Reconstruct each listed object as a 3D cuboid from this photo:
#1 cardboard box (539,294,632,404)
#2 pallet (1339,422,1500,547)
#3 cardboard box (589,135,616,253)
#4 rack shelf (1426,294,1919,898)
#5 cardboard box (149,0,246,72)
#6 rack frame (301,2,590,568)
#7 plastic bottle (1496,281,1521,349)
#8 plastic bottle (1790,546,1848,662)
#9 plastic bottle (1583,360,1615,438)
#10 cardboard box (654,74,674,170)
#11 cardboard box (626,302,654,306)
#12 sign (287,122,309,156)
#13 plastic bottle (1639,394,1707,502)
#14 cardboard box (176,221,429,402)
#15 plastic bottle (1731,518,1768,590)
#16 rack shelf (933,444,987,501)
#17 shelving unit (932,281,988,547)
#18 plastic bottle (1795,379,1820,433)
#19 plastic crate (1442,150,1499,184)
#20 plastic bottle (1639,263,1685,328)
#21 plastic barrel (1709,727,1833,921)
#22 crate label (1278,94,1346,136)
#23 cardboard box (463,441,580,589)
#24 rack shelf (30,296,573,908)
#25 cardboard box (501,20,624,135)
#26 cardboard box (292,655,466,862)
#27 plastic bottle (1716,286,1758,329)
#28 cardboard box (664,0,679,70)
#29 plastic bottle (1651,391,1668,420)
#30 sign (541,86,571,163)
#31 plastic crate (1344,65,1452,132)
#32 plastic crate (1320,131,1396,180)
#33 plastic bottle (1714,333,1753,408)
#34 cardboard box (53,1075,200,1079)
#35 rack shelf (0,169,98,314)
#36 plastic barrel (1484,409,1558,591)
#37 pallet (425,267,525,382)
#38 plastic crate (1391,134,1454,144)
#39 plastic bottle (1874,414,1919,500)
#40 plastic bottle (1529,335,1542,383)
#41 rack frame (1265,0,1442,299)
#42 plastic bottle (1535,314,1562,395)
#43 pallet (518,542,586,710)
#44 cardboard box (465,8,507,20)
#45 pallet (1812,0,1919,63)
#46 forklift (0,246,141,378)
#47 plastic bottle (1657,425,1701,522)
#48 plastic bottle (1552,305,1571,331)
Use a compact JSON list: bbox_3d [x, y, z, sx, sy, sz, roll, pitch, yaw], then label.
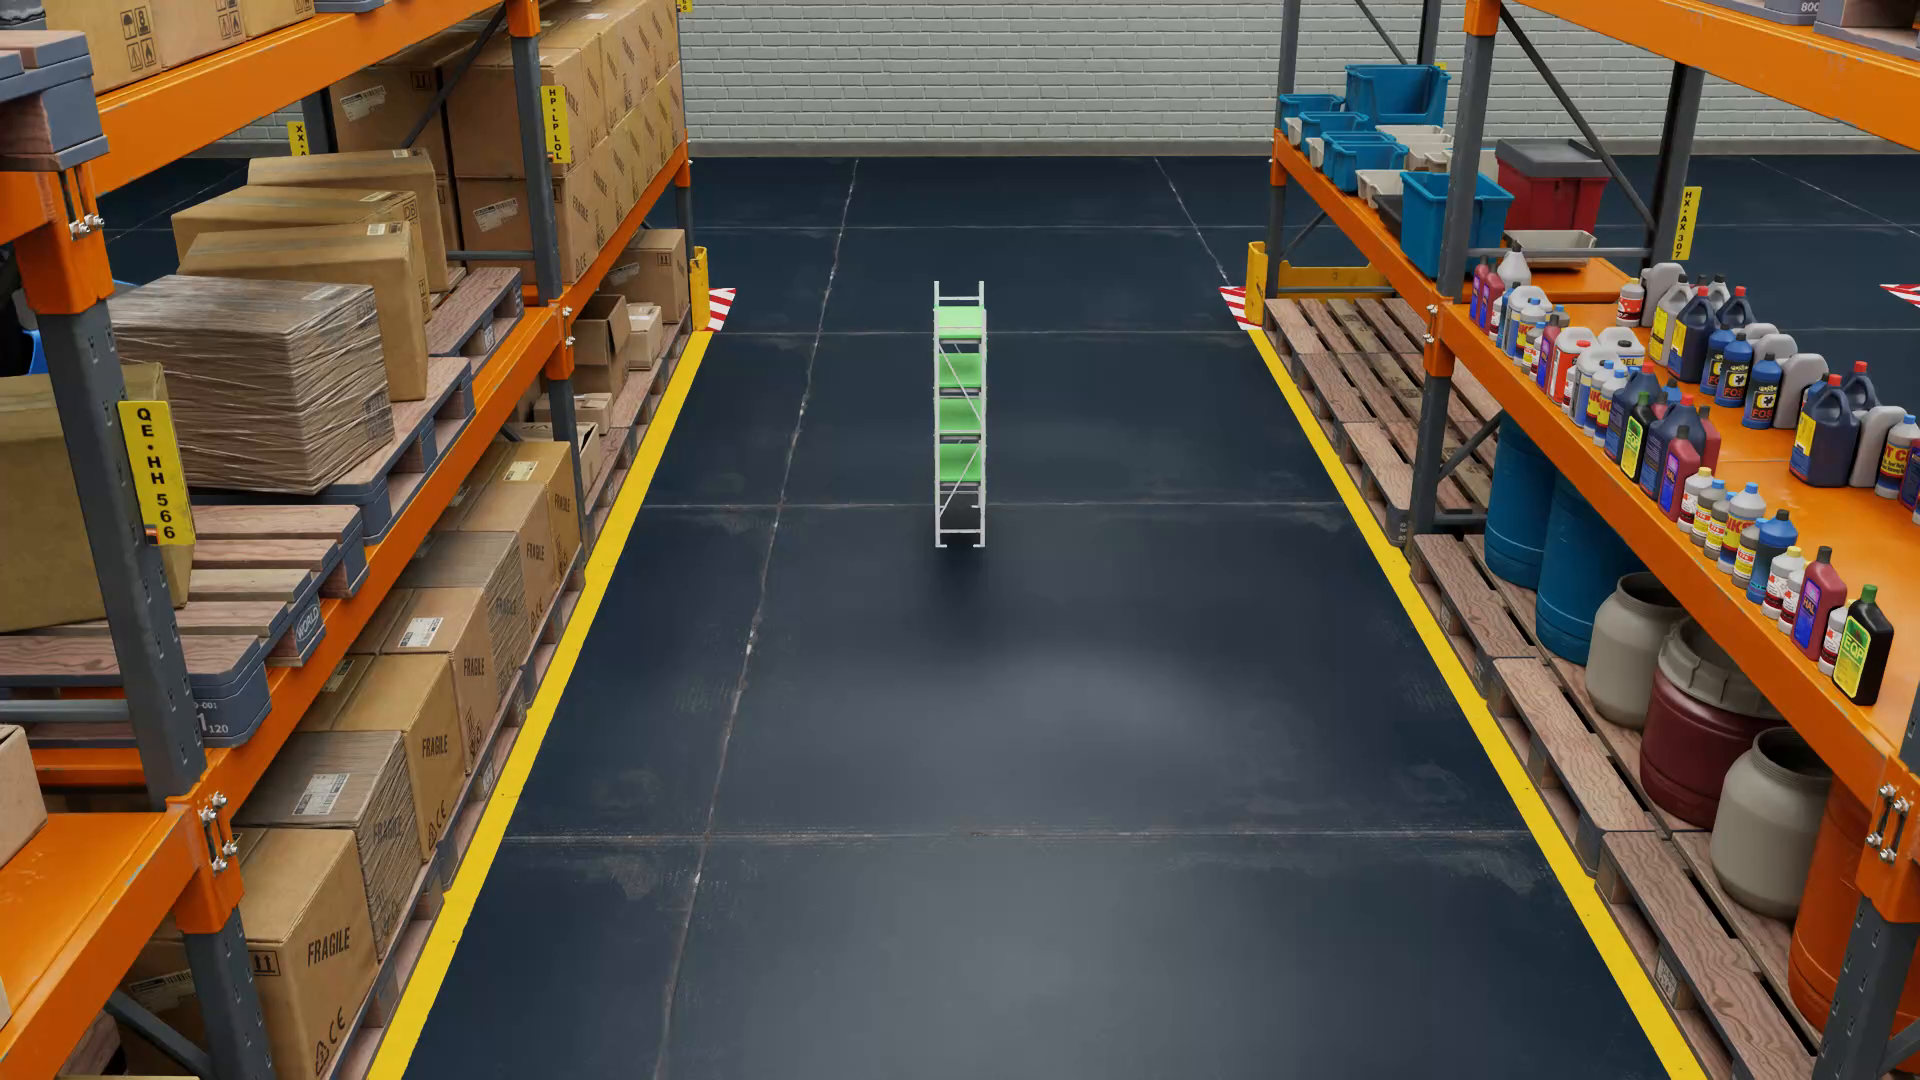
[{"bbox_3d":[-2.318,-1.092,9.520,0.797,0.503,0.637,0,24,-1],"label":"cardboard box"},{"bbox_3d":[2.614,-0.308,8.675,1.003,0.211,1.213,0,24,-1],"label":"pallet"},{"bbox_3d":[-2.035,-1.723,8.298,0.500,0.500,0.500,0,24,0],"label":"cardboard box"},{"bbox_3d":[2.682,-0.124,5.757,1.077,0.370,4.000,0,24,-1],"label":"rack shelf"},{"bbox_3d":[-2.293,-1.409,3.964,0.910,0.500,0.500,0,24,-1],"label":"cardboard box"},{"bbox_3d":[-2.293,-1.255,7.385,1.000,3.000,0.127,0,24,-1],"label":"rack frame"},{"bbox_3d":[2.260,-0.922,6.804,0.097,0.271,0.097,0,24,0],"label":"plastic bottle"},{"bbox_3d":[2.271,0.166,4.385,0.061,0.283,0.133,0,24,-1],"label":"plastic bottle"},{"bbox_3d":[2.271,-0.500,5.871,0.097,0.271,0.097,0,24,0],"label":"plastic bottle"},{"bbox_3d":[-2.050,-2.552,10.131,0.500,0.500,0.500,0,24,0],"label":"cardboard box"},{"bbox_3d":[-2.170,-1.423,10.660,0.380,0.166,0.250,0,24,-1],"label":"cardboard box"},{"bbox_3d":[-2.835,-1.644,7.194,0.100,0.325,0.005,0,24,-1],"label":"sign"},{"bbox_3d":[2.301,-0.307,5.348,0.144,0.351,0.185,0,24,-1],"label":"plastic bottle"},{"bbox_3d":[-2.212,-0.764,5.669,0.700,0.500,0.500,-6,25,-14],"label":"cardboard box"},{"bbox_3d":[2.284,0.035,4.773,0.097,0.201,0.097,0,24,0],"label":"plastic bottle"},{"bbox_3d":[-0.002,-0.338,8.279,0.258,0.148,0.480,0,24,-1],"label":"rack shelf"},{"bbox_3d":[-0.002,-0.615,8.154,0.258,1.200,0.503,0,24,-1],"label":"shelving unit"},{"bbox_3d":[3.030,-0.467,5.884,0.097,0.201,0.097,0,24,0],"label":"plastic bottle"},{"bbox_3d":[2.828,-1.879,8.836,0.437,0.282,0.530,0,24,-1],"label":"plastic crate"},{"bbox_3d":[2.988,-1.058,7.101,0.152,0.276,0.135,0,24,-1],"label":"plastic bottle"},{"bbox_3d":[2.586,0.881,5.172,0.421,0.512,0.421,0,24,0],"label":"plastic barrel"},{"bbox_3d":[2.290,-2.772,10.869,0.416,0.233,0.303,0,24,-1],"label":"crate label"},{"bbox_3d":[-2.001,-0.115,7.363,0.500,0.500,0.500,0,24,-1],"label":"cardboard box"},{"bbox_3d":[-2.271,-0.103,5.711,1.077,0.370,4.000,0,24,-1],"label":"rack shelf"},{"bbox_3d":[-2.028,-2.376,8.529,0.500,0.500,0.500,-1,24,-2],"label":"cardboard box"},{"bbox_3d":[-1.980,0.720,5.517,0.500,0.500,0.500,-1,24,-1],"label":"cardboard box"},{"bbox_3d":[3.000,-0.800,6.438,0.144,0.351,0.185,0,24,-1],"label":"plastic bottle"},{"bbox_3d":[-2.057,-3.222,10.400,0.500,0.500,0.500,0,24,-1],"label":"cardboard box"},{"bbox_3d":[2.318,-0.342,5.507,0.061,0.283,0.133,0,24,-1],"label":"plastic bottle"},{"bbox_3d":[-1.738,-1.787,7.155,0.100,0.325,0.005,0,24,-1],"label":"sign"},{"bbox_3d":[2.807,-2.830,10.752,0.616,0.435,0.499,0,24,-1],"label":"plastic crate"},{"bbox_3d":[2.305,-2.229,9.669,0.416,0.233,0.300,0,24,-1],"label":"plastic crate"},{"bbox_3d":[2.874,-0.634,6.168,0.097,0.271,0.097,0,24,0],"label":"plastic bottle"},{"bbox_3d":[-1.997,1.414,3.630,0.500,0.311,0.500,0,24,1],"label":"cardboard box"},{"bbox_3d":[-2.227,0.178,1.449,1.077,0.370,4.000,0,24,-1],"label":"rack shelf"},{"bbox_3d":[2.649,-0.287,7.281,0.600,0.901,0.708,0,24,-1],"label":"plastic barrel"},{"bbox_3d":[-2.393,-0.838,6.695,1.003,0.211,1.213,0,24,-1],"label":"pallet"},{"bbox_3d":[2.795,-2.377,10.112,0.396,0.136,0.243,0,24,-1],"label":"plastic crate"},{"bbox_3d":[3.036,-0.272,5.369,0.097,0.271,0.097,0,24,0],"label":"plastic bottle"},{"bbox_3d":[2.265,-0.714,6.430,0.097,0.201,0.097,0,24,0],"label":"plastic bottle"},{"bbox_3d":[2.617,-2.924,11.075,1.000,3.000,0.127,0,24,-1],"label":"rack frame"},{"bbox_3d":[2.248,-0.704,6.307,0.061,0.283,0.133,0,24,-1],"label":"plastic bottle"},{"bbox_3d":[-2.246,0.351,7.219,1.003,0.211,1.213,0,24,-1],"label":"pallet"},{"bbox_3d":[-2.575,-2.590,9.001,0.500,0.500,0.500,0,24,-1],"label":"cardboard box"},{"bbox_3d":[2.794,-1.224,3.905,1.003,0.211,1.213,0,24,-1],"label":"pallet"},{"bbox_3d":[-5.143,-1.190,7.325,1.130,2.935,3.031,15,28,29],"label":"forklift"},{"bbox_3d":[2.261,-0.210,5.216,0.061,0.283,0.133,0,24,-1],"label":"plastic bottle"},{"bbox_3d":[2.413,-0.850,6.731,0.097,0.201,0.097,0,24,0],"label":"plastic bottle"}]
